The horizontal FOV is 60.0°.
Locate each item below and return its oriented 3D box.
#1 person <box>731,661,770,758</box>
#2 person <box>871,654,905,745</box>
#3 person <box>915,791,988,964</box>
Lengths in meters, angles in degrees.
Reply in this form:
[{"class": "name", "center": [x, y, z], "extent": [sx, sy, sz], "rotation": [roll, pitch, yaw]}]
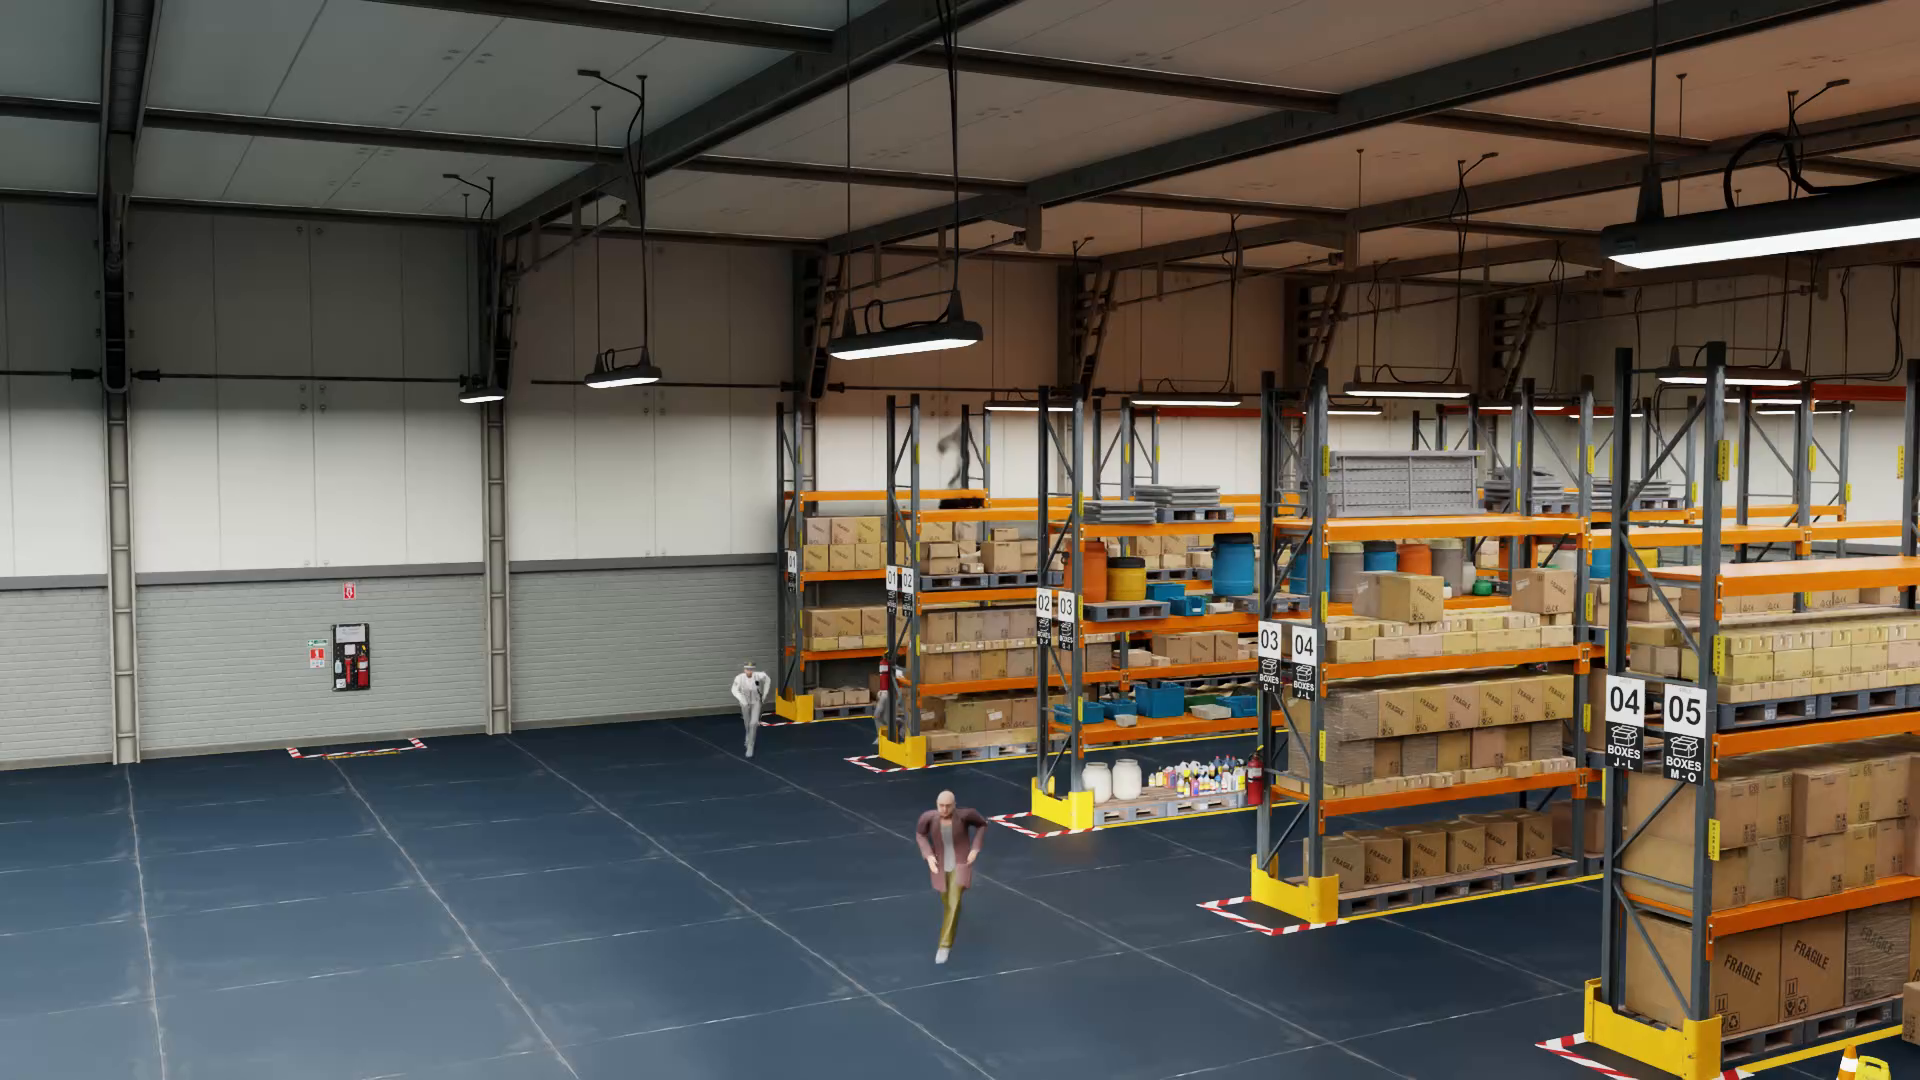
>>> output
[{"class": "person", "center": [-3.526, 2.803, 28.042], "extent": [0.655, 1.628, 0.980], "rotation": [-1, 3, -9]}, {"class": "person", "center": [-1.166, 2.737, 28.856], "extent": [0.692, 1.679, 0.655], "rotation": [-2, 4, -34]}, {"class": "person", "center": [-0.081, 3.365, 17.072], "extent": [0.743, 1.738, 1.083], "rotation": [0, 3, 5]}]
